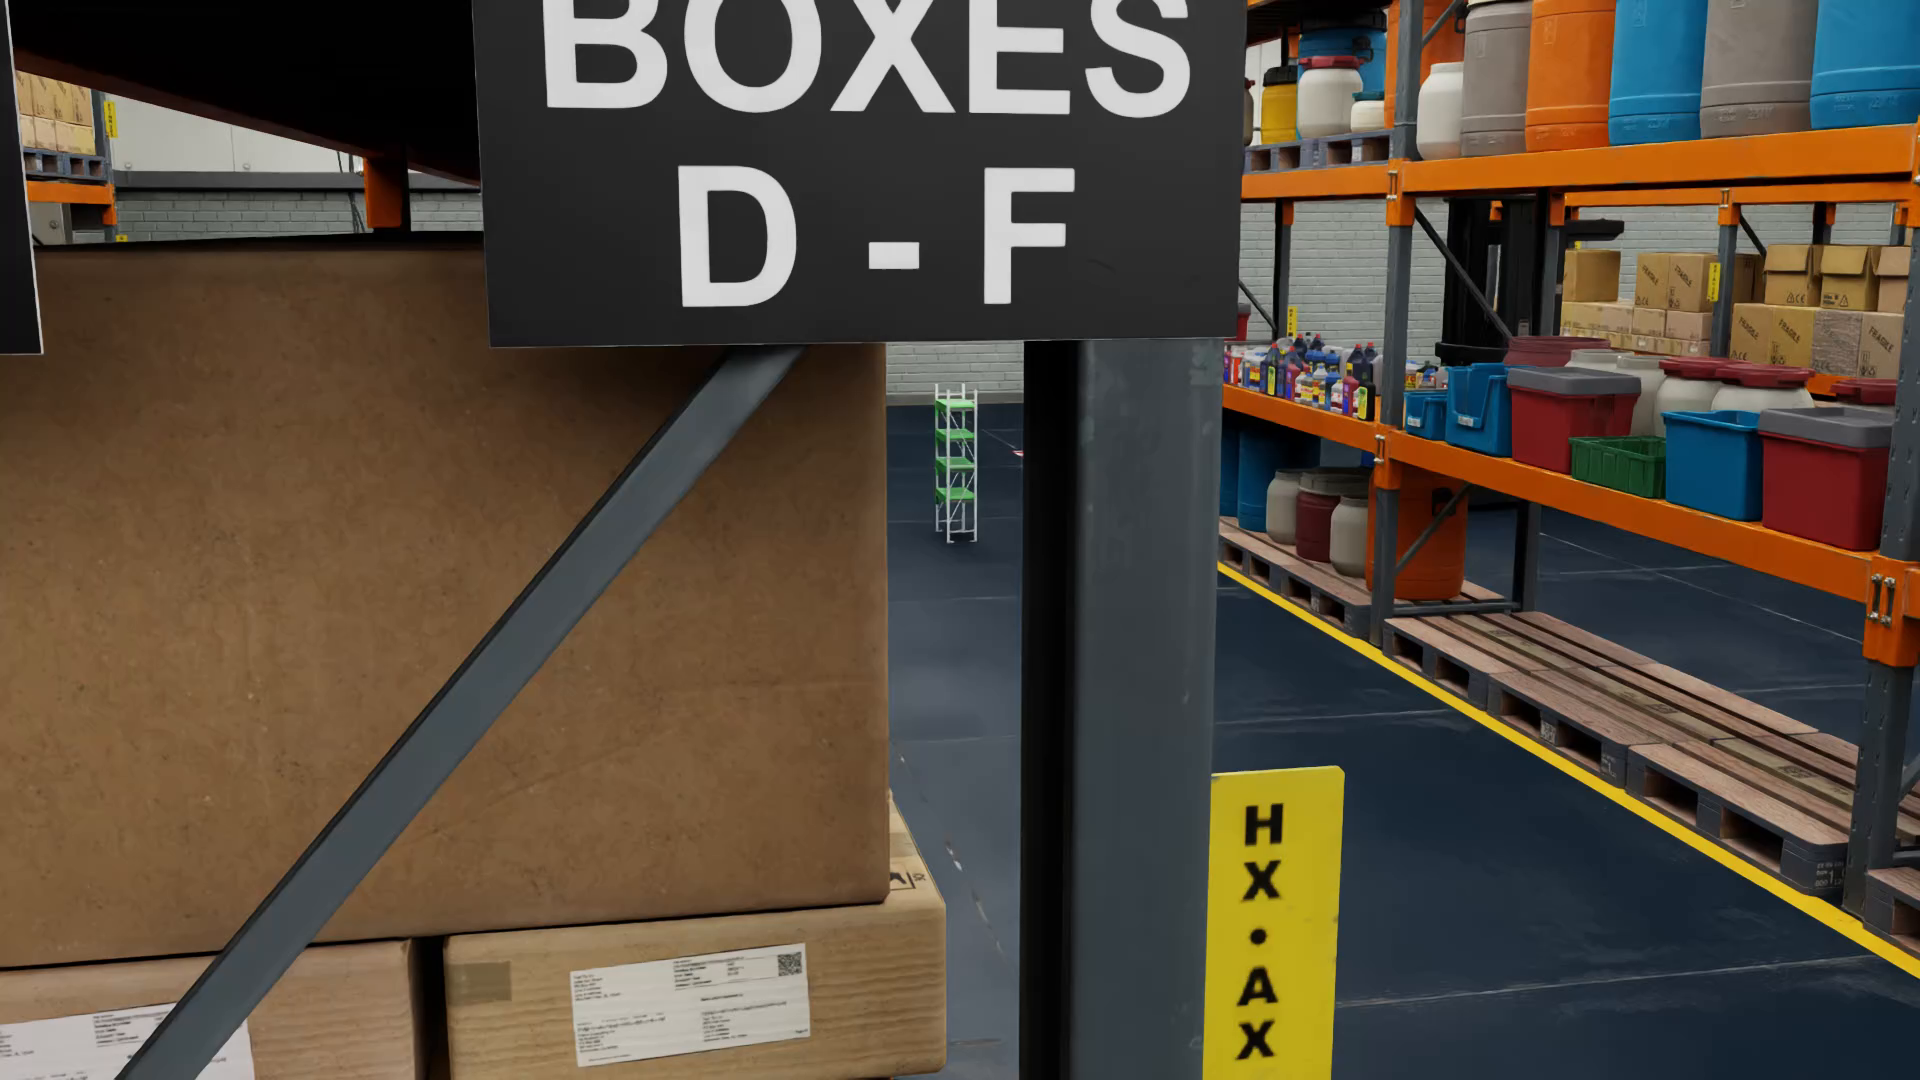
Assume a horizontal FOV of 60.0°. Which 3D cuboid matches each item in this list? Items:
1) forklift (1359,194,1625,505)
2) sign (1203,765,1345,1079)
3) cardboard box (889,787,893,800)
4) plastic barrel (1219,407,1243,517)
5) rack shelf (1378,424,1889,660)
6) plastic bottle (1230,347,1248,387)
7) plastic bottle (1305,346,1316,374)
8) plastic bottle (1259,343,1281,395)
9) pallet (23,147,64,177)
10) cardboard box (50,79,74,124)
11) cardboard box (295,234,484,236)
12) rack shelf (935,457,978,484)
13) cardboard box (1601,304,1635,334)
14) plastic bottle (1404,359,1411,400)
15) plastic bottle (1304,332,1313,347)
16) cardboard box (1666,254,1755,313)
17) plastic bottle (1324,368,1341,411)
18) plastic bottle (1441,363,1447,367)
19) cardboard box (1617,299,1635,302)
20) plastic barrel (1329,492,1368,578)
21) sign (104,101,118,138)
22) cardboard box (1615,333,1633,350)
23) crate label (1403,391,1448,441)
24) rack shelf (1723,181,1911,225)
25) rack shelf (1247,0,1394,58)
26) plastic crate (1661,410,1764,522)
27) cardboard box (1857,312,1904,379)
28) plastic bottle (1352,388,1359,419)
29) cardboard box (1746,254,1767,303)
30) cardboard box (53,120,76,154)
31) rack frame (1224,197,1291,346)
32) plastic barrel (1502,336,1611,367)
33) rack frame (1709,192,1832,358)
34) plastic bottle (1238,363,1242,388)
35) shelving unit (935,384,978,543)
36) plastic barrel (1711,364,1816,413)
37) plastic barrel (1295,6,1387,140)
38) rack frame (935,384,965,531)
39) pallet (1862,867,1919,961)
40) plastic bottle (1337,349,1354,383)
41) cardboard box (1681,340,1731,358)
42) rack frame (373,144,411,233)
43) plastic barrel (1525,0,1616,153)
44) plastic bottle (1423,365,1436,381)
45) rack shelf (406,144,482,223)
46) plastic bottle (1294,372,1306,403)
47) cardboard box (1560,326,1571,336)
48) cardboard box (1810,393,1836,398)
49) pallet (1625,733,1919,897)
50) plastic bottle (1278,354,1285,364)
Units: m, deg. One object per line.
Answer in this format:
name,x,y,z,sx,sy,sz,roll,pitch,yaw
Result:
forklift,5.197,-1.843,15.041,3.031,2.935,1.130,-4,12,-22
sign,0.190,0.303,1.057,0.100,0.325,0.005,-2,11,-11
cardboard box,-0.275,0.290,1.648,0.380,0.149,0.250,-2,11,-12
plastic barrel,2.259,-0.670,13.181,0.600,0.901,0.708,-2,11,-11
rack shelf,3.337,-0.141,7.837,1.077,0.370,4.000,-2,11,-11
plastic bottle,2.066,-1.265,12.152,0.152,0.276,0.135,-2,11,-11
plastic bottle,2.614,-1.303,12.365,0.097,0.271,0.097,0,11,0
plastic bottle,2.176,-1.194,11.579,0.144,0.351,0.185,-2,11,-11
pallet,-7.931,-3.038,13.350,1.003,0.211,1.213,-2,11,-11
cardboard box,-7.829,-3.775,13.990,0.500,0.500,0.500,-2,11,-9
cardboard box,-0.748,-0.277,2.892,0.700,0.500,0.500,-2,11,-11
rack shelf,-0.032,-0.557,13.256,0.258,0.148,0.480,-2,11,-11
cardboard box,6.482,-2.107,15.849,0.500,0.250,0.500,-2,11,-10
plastic bottle,3.005,-1.080,11.195,0.097,0.271,0.097,0,11,0
plastic bottle,2.670,-1.414,12.733,0.144,0.351,0.185,-2,11,-11
cardboard box,6.677,-2.290,14.805,0.500,0.500,0.500,-2,11,-9
plastic bottle,2.363,-0.956,10.542,0.097,0.271,0.097,0,11,0
plastic bottle,3.109,-1.006,10.770,0.061,0.283,0.133,-2,11,-11
cardboard box,6.802,-2.315,16.943,0.500,0.250,0.500,-3,11,-13
plastic barrel,2.639,-0.034,10.885,0.421,0.512,0.421,0,11,0
sign,-7.791,-3.855,15.247,0.100,0.325,0.005,-2,11,-11
cardboard box,6.447,-1.884,15.744,0.380,0.149,0.250,-2,11,-10
crate label,2.662,-0.688,9.235,0.303,0.233,0.416,-2,11,-11
rack shelf,7.417,-2.528,12.357,1.077,0.370,4.000,-2,11,-11
rack shelf,2.559,-3.625,11.168,1.077,0.370,4.000,-2,11,-11
plastic crate,3.206,-0.310,6.847,0.392,0.384,0.575,-2,11,-11
cardboard box,7.174,-1.452,12.534,0.500,0.500,0.500,-2,11,-10
plastic bottle,2.446,-0.844,10.138,0.097,0.201,0.097,0,11,0
cardboard box,7.186,-2.313,14.924,0.500,0.500,0.500,-2,11,-11
cardboard box,-7.821,-3.403,14.041,0.500,0.250,0.500,-3,11,-13
rack frame,2.170,-1.594,13.551,1.000,3.000,0.127,-2,11,-11
plastic barrel,3.335,-0.854,9.295,0.600,0.536,0.708,-2,11,-11
rack frame,7.028,-1.775,14.497,1.000,3.000,0.127,-2,11,-11
plastic bottle,2.062,-1.206,12.042,0.097,0.201,0.097,0,11,0
shelving unit,-0.032,-0.620,13.244,0.258,1.200,0.503,-2,11,-11
plastic barrel,3.612,-0.512,7.500,0.433,0.535,0.433,0,11,0
plastic barrel,2.652,-3.213,11.569,0.600,0.901,0.708,-2,11,-11
rack frame,-0.080,-0.665,13.479,0.240,1.200,0.015,-2,11,-11
pallet,3.816,1.367,5.448,1.003,0.211,1.213,-2,11,-11
plastic bottle,2.804,-1.246,12.054,0.152,0.276,0.135,-2,11,-11
cardboard box,6.648,-1.695,14.752,0.380,0.149,0.250,-2,11,-11
rack frame,-1.134,0.052,4.899,1.000,3.000,0.127,-2,11,-11
plastic barrel,3.022,-2.267,7.913,0.600,0.830,0.708,-2,11,-11
plastic bottle,3.035,-0.994,10.739,0.097,0.271,0.097,0,11,0
rack shelf,-1.523,-1.435,6.613,1.077,0.370,4.000,-2,11,-11
plastic bottle,2.269,-1.011,11.017,0.097,0.201,0.097,0,11,0
cardboard box,6.248,-2.072,16.732,0.380,0.149,0.250,-2,11,-12
cardboard box,7.172,-0.820,14.044,1.225,0.875,0.875,-2,11,-11
pallet,3.535,1.100,6.852,1.003,0.211,1.213,-2,11,-11
plastic bottle,2.226,-1.132,11.436,0.061,0.283,0.133,-2,11,-11
